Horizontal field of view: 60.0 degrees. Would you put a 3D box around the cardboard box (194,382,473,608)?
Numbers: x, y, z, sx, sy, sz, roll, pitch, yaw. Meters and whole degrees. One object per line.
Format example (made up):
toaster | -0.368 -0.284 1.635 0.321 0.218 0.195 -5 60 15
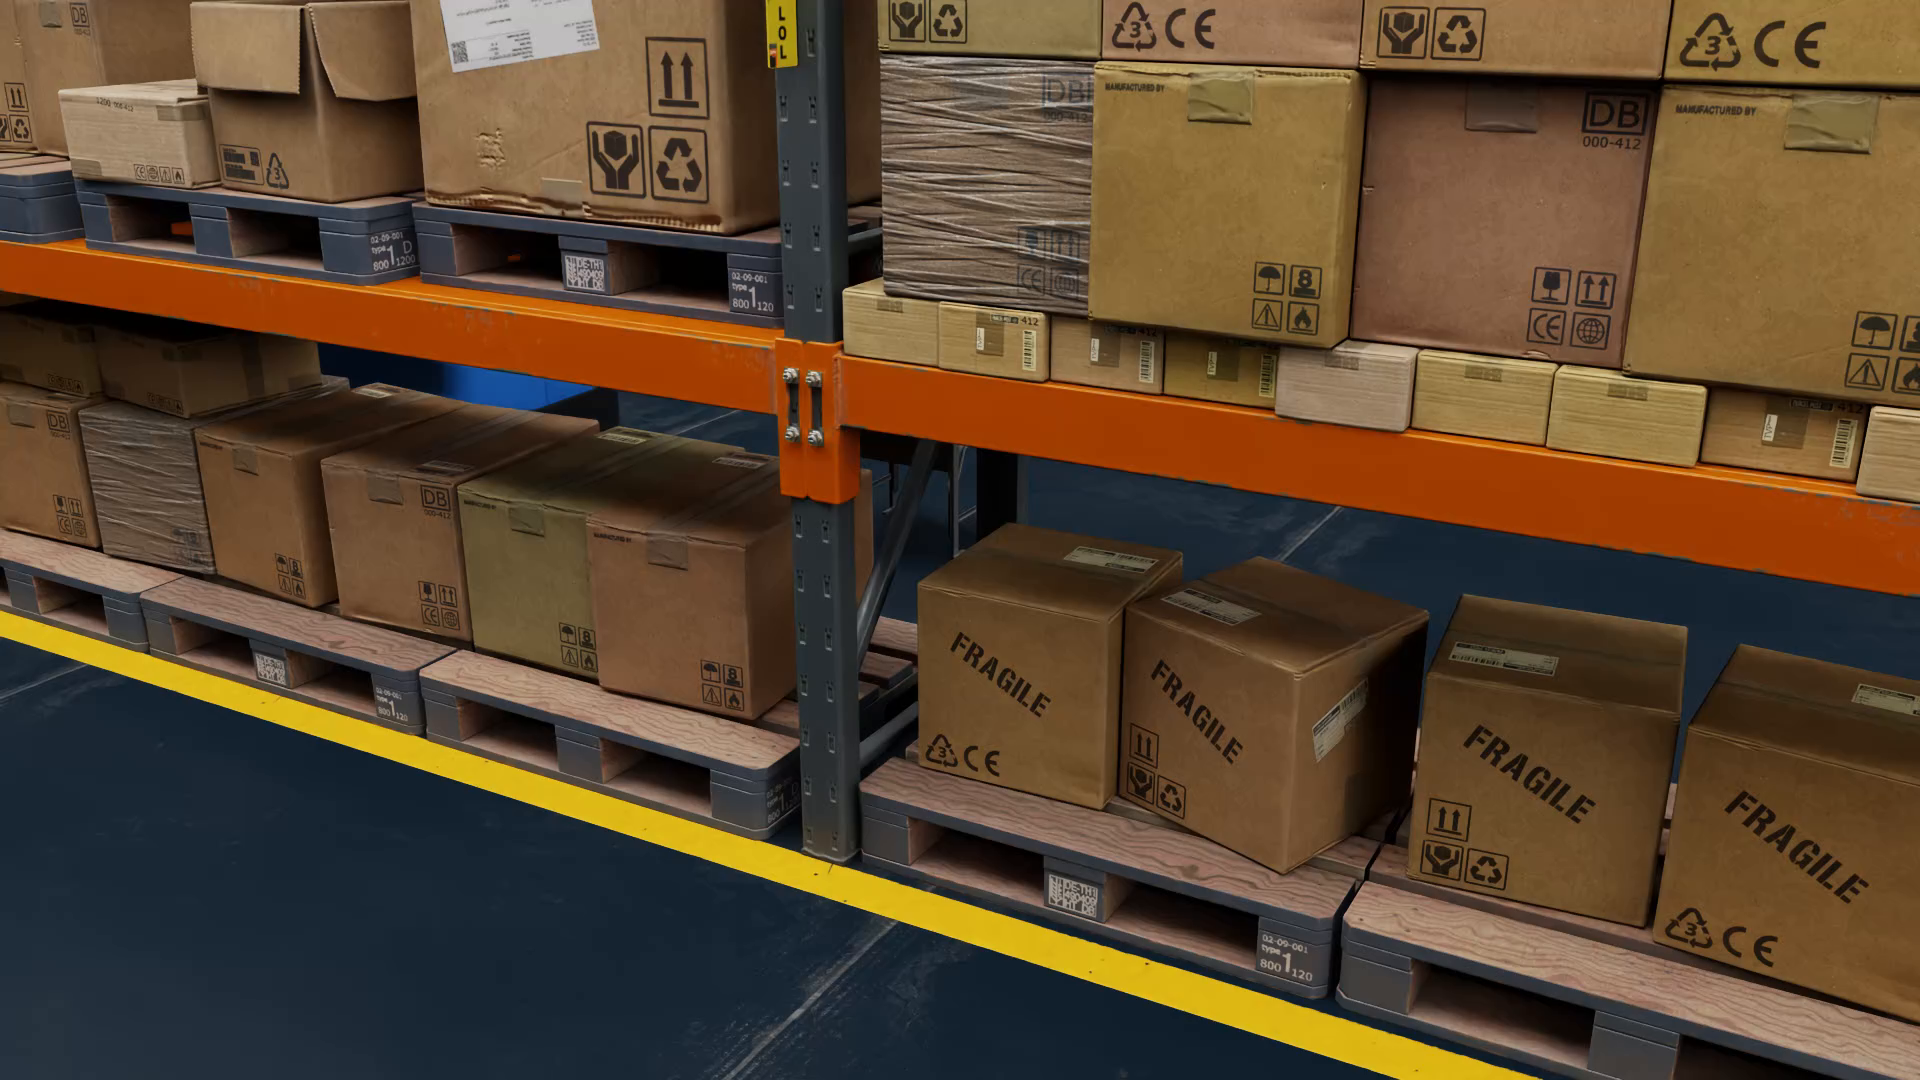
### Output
cardboard box | -2.008 -0.168 5.449 0.500 0.500 0.700 13 24 32

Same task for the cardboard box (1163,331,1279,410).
cardboard box | 0.608 -0.396 3.427 0.250 0.149 0.380 11 23 27

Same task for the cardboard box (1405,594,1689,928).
cardboard box | 1.314 0.472 3.715 0.500 0.500 0.500 9 22 23

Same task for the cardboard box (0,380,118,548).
cardboard box | -2.997 -0.348 5.947 0.500 0.500 0.700 10 22 24

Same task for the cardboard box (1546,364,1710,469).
cardboard box | 1.257 -0.268 3.074 0.250 0.149 0.380 11 23 27

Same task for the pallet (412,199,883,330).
pallet | -0.696 -0.837 4.556 1.213 0.211 1.003 11 23 27

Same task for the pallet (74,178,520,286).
pallet | -1.844 -1.015 5.046 1.213 0.211 1.003 11 23 27

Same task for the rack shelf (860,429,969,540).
rack shelf | -0.145 -0.344 6.326 0.480 0.518 0.431 11 23 27

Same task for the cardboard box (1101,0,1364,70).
cardboard box | 0.606 -1.181 3.172 0.500 0.500 0.500 11 23 27

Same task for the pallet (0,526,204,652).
pallet | -2.910 0.019 6.003 1.213 0.211 1.003 11 23 27

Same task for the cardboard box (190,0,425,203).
cardboard box | -1.658 -1.264 4.683 0.637 0.503 0.797 13 24 33

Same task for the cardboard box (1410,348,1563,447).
cardboard box | 1.044 -0.313 3.198 0.250 0.149 0.380 11 23 27

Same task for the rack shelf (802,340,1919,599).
rack shelf | 1.646 -0.086 3.259 4.000 0.370 1.077 11 23 27

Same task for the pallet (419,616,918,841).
pallet | -0.780 0.425 4.884 1.213 0.211 1.003 11 23 27

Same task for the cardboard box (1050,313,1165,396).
cardboard box | 0.385 -0.435 3.533 0.250 0.149 0.380 11 23 27

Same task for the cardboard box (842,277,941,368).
cardboard box | -0.059 -0.514 3.751 0.250 0.149 0.380 11 23 27

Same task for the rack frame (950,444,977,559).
rack frame | 0.069 -0.974 5.971 0.015 2.100 0.400 11 23 27

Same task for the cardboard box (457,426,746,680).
cardboard box | -1.033 0.018 4.938 0.500 0.500 0.700 11 22 27

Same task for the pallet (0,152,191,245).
pallet | -2.918 -1.245 5.680 1.003 0.211 1.213 11 23 27

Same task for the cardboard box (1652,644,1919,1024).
cardboard box | 1.779 0.578 3.423 0.500 0.500 0.500 13 24 32

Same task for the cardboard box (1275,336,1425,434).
cardboard box | 0.806 -0.342 3.278 0.250 0.149 0.380 11 23 27

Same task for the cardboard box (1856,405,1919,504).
cardboard box | 1.682 -0.178 2.825 0.250 0.149 0.380 11 23 27

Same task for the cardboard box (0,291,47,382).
cardboard box | -4.184 -0.742 6.511 0.875 0.875 1.225 10 22 25

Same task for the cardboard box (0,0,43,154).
cardboard box | -3.101 -1.589 5.584 0.500 0.500 0.500 8 21 21

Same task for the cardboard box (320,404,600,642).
cardboard box | -1.521 -0.075 5.194 0.500 0.500 0.700 9 22 23

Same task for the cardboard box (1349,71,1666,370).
cardboard box | 1.168 -0.704 3.324 0.500 0.500 0.875 11 23 27

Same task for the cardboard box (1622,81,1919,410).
cardboard box | 1.584 -0.608 3.061 0.500 0.500 0.875 11 23 27

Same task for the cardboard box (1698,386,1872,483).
cardboard box | 1.498 -0.240 2.997 0.250 0.149 0.380 11 23 27

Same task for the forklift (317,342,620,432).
forklift | -3.082 -1.879 7.246 3.031 2.935 1.130 10 22 25

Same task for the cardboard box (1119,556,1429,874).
cardboard box | 0.734 0.392 3.935 0.500 0.500 0.500 -17 26 -39

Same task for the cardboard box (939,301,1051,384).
cardboard box | 0.153 -0.468 3.625 0.250 0.149 0.380 11 23 27

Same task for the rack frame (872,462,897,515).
rack frame | -0.358 -1.055 6.195 0.015 2.100 0.400 11 23 27

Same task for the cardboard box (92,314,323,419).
cardboard box | -2.524 -0.619 5.593 0.500 0.250 0.500 14 24 33

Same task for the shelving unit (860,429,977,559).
shelving unit | -0.145 -1.015 6.083 0.503 2.100 0.431 11 23 27

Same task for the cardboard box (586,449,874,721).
cardboard box | -0.625 0.103 4.704 0.500 0.500 0.700 9 22 23

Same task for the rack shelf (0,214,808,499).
rack shelf | -1.846 -0.751 5.093 4.000 0.370 1.077 11 23 27

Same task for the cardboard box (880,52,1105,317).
cardboard box | 0.263 -0.851 3.728 0.500 0.500 0.875 11 23 27

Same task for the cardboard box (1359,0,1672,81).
cardboard box | 1.043 -1.097 2.942 0.500 0.500 0.500 11 23 27

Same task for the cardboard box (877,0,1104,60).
cardboard box | 0.169 -1.263 3.400 0.500 0.500 0.500 11 23 27

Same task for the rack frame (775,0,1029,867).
rack frame | -0.100 -0.757 4.053 0.127 3.000 1.000 11 23 27

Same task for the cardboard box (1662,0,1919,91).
cardboard box | 1.484 -1.018 2.722 0.500 0.500 0.500 11 23 27

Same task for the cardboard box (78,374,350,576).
cardboard box | -2.507 -0.260 5.704 0.500 0.500 0.700 9 22 23

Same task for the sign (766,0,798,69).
sign | -0.367 -1.135 3.399 0.005 0.325 0.100 11 23 27

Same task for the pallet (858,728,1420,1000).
pallet | 0.504 0.655 4.250 1.213 0.211 1.003 11 23 27

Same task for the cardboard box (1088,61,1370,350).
cardboard box | 0.682 -0.757 3.470 0.500 0.500 0.875 11 23 27

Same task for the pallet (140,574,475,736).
pallet | -1.849 0.222 5.443 1.213 0.211 1.003 11 23 27

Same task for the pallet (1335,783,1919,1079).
pallet | 1.573 0.858 3.691 1.213 0.211 1.003 11 23 27

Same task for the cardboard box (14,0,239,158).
cardboard box | -2.565 -1.526 5.410 0.500 0.500 0.700 15 25 35

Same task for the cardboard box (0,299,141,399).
cardboard box | -2.992 -0.704 5.828 0.500 0.250 0.500 12 23 29

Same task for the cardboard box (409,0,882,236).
cardboard box | -0.725 -1.410 4.358 1.000 1.000 1.000 11 23 28

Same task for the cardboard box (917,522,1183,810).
cardboard box | 0.230 0.299 4.192 0.500 0.500 0.500 10 22 26

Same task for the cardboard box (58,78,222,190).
cardboard box | -2.241 -1.202 4.884 0.500 0.250 0.500 10 22 26
